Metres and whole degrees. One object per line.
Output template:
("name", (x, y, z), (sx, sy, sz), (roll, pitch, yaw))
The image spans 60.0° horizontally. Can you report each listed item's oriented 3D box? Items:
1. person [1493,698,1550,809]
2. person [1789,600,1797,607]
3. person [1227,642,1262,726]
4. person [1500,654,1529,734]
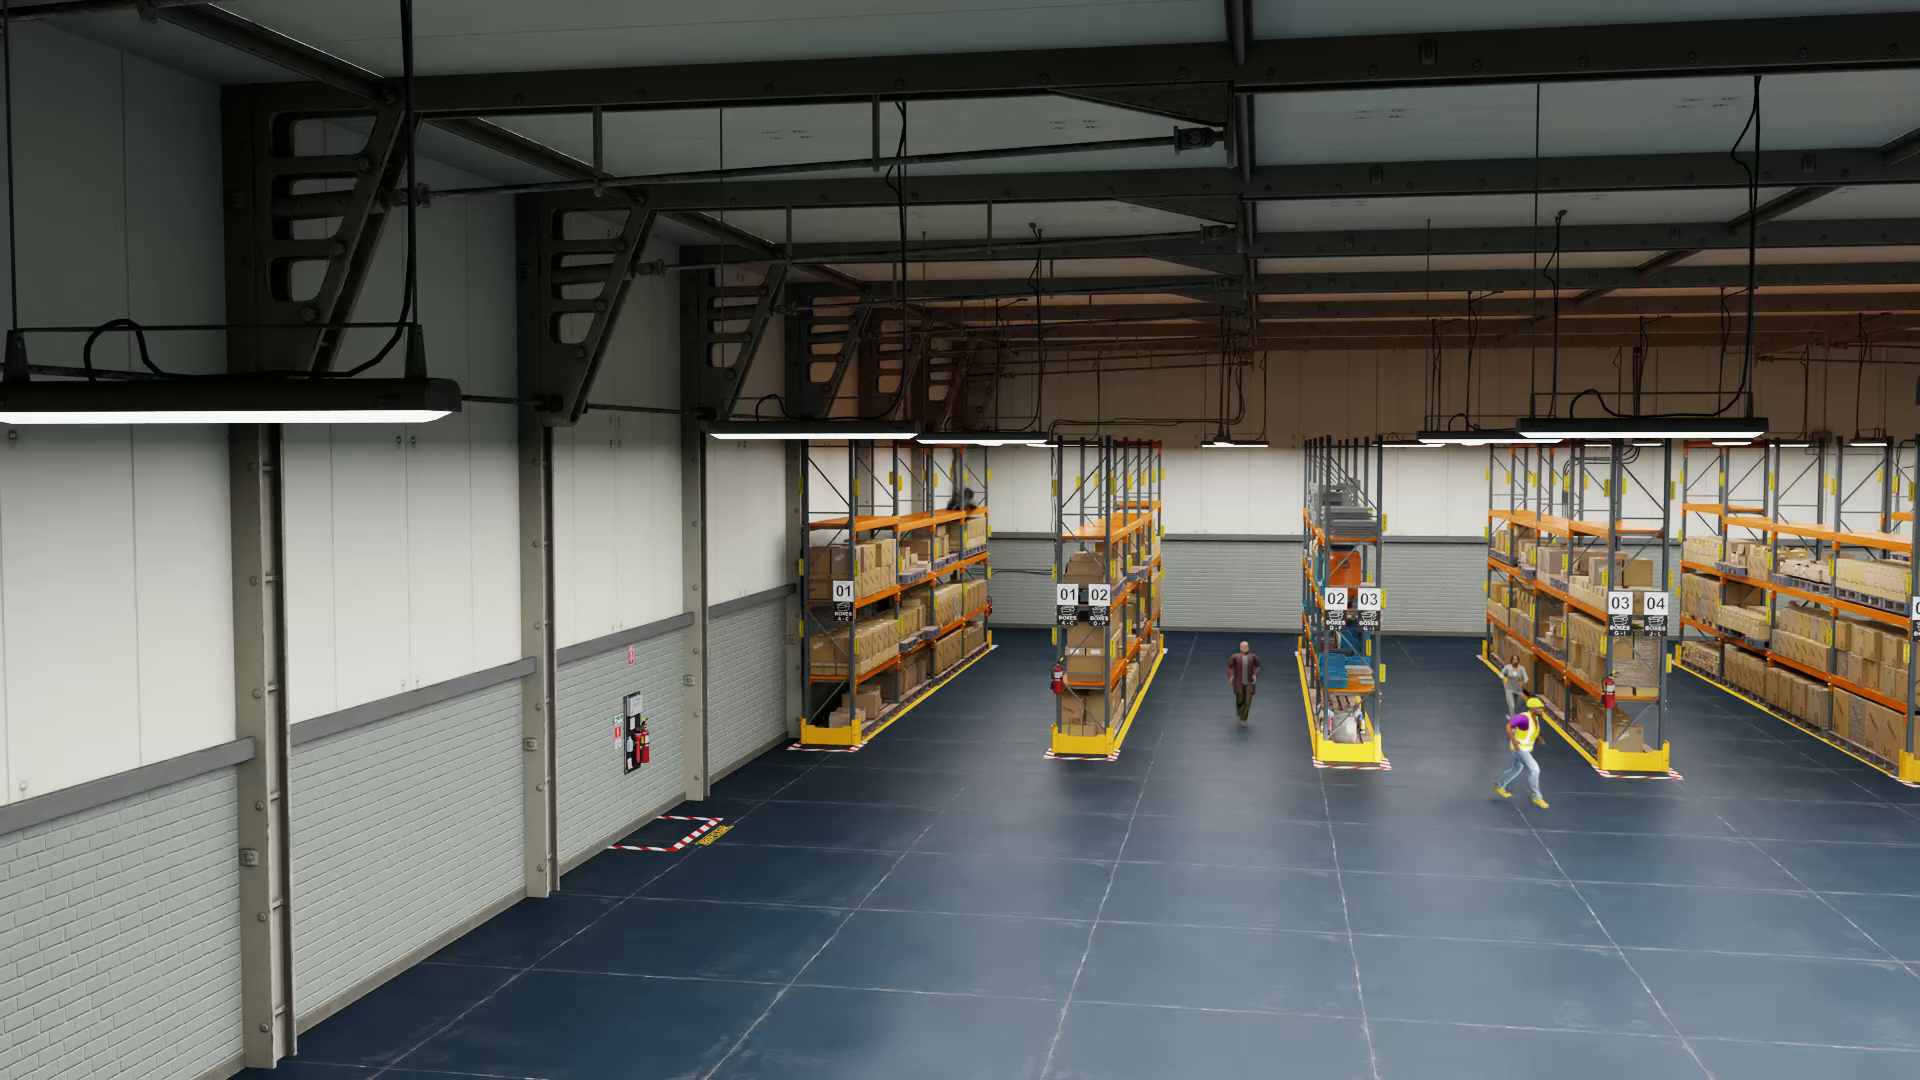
("person", (9.065, 3.402, 26.849), (1.007, 1.744, 0.735), (3, 4, 42))
("person", (22.880, 2.447, 45.770), (0.638, 1.591, 0.517), (0, 3, -5))
("person", (5.944, 2.992, 34.793), (0.724, 1.752, 0.653), (0, 3, 4))
("person", (11.229, 3.110, 33.671), (0.505, 1.617, 0.988), (0, 3, 3))
